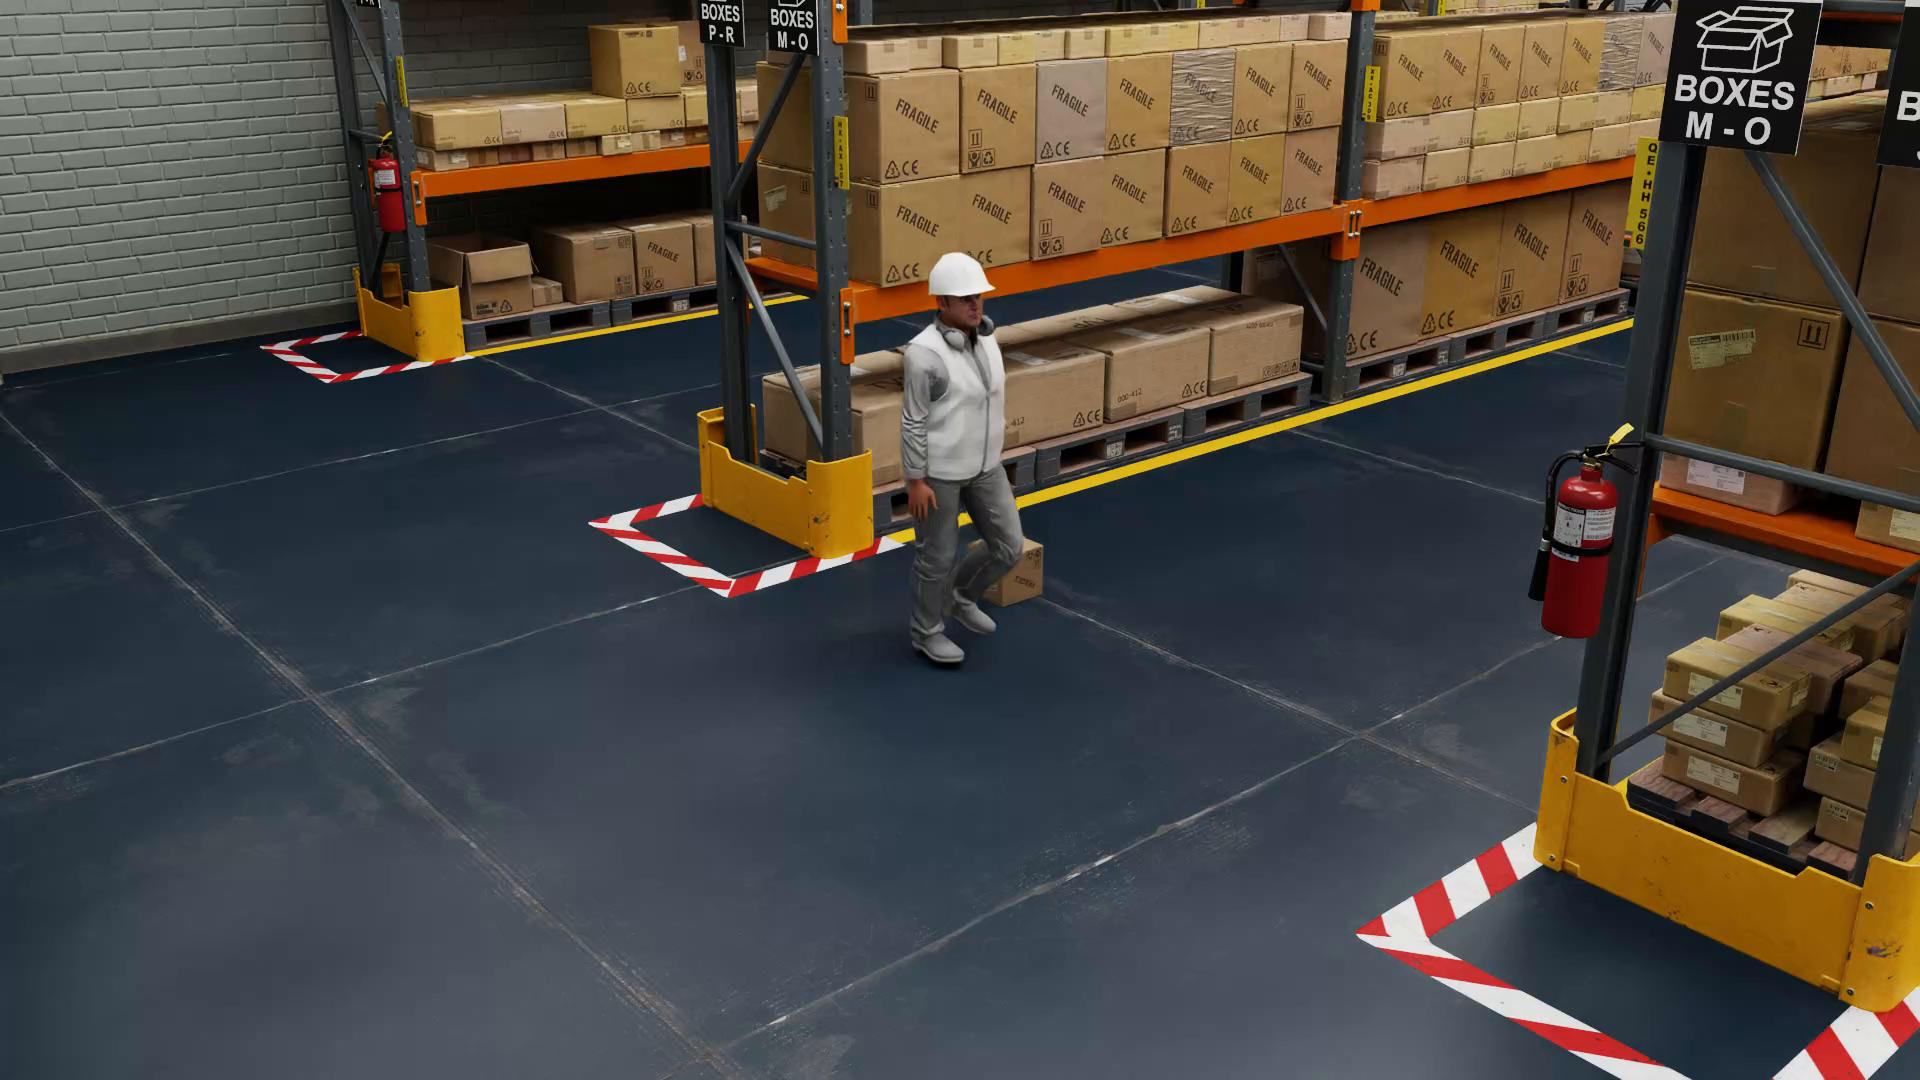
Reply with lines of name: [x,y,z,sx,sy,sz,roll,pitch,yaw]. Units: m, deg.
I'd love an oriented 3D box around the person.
person: [-0.039,-0.313,6.824,0.487,1.762,0.568,18,28,40]
